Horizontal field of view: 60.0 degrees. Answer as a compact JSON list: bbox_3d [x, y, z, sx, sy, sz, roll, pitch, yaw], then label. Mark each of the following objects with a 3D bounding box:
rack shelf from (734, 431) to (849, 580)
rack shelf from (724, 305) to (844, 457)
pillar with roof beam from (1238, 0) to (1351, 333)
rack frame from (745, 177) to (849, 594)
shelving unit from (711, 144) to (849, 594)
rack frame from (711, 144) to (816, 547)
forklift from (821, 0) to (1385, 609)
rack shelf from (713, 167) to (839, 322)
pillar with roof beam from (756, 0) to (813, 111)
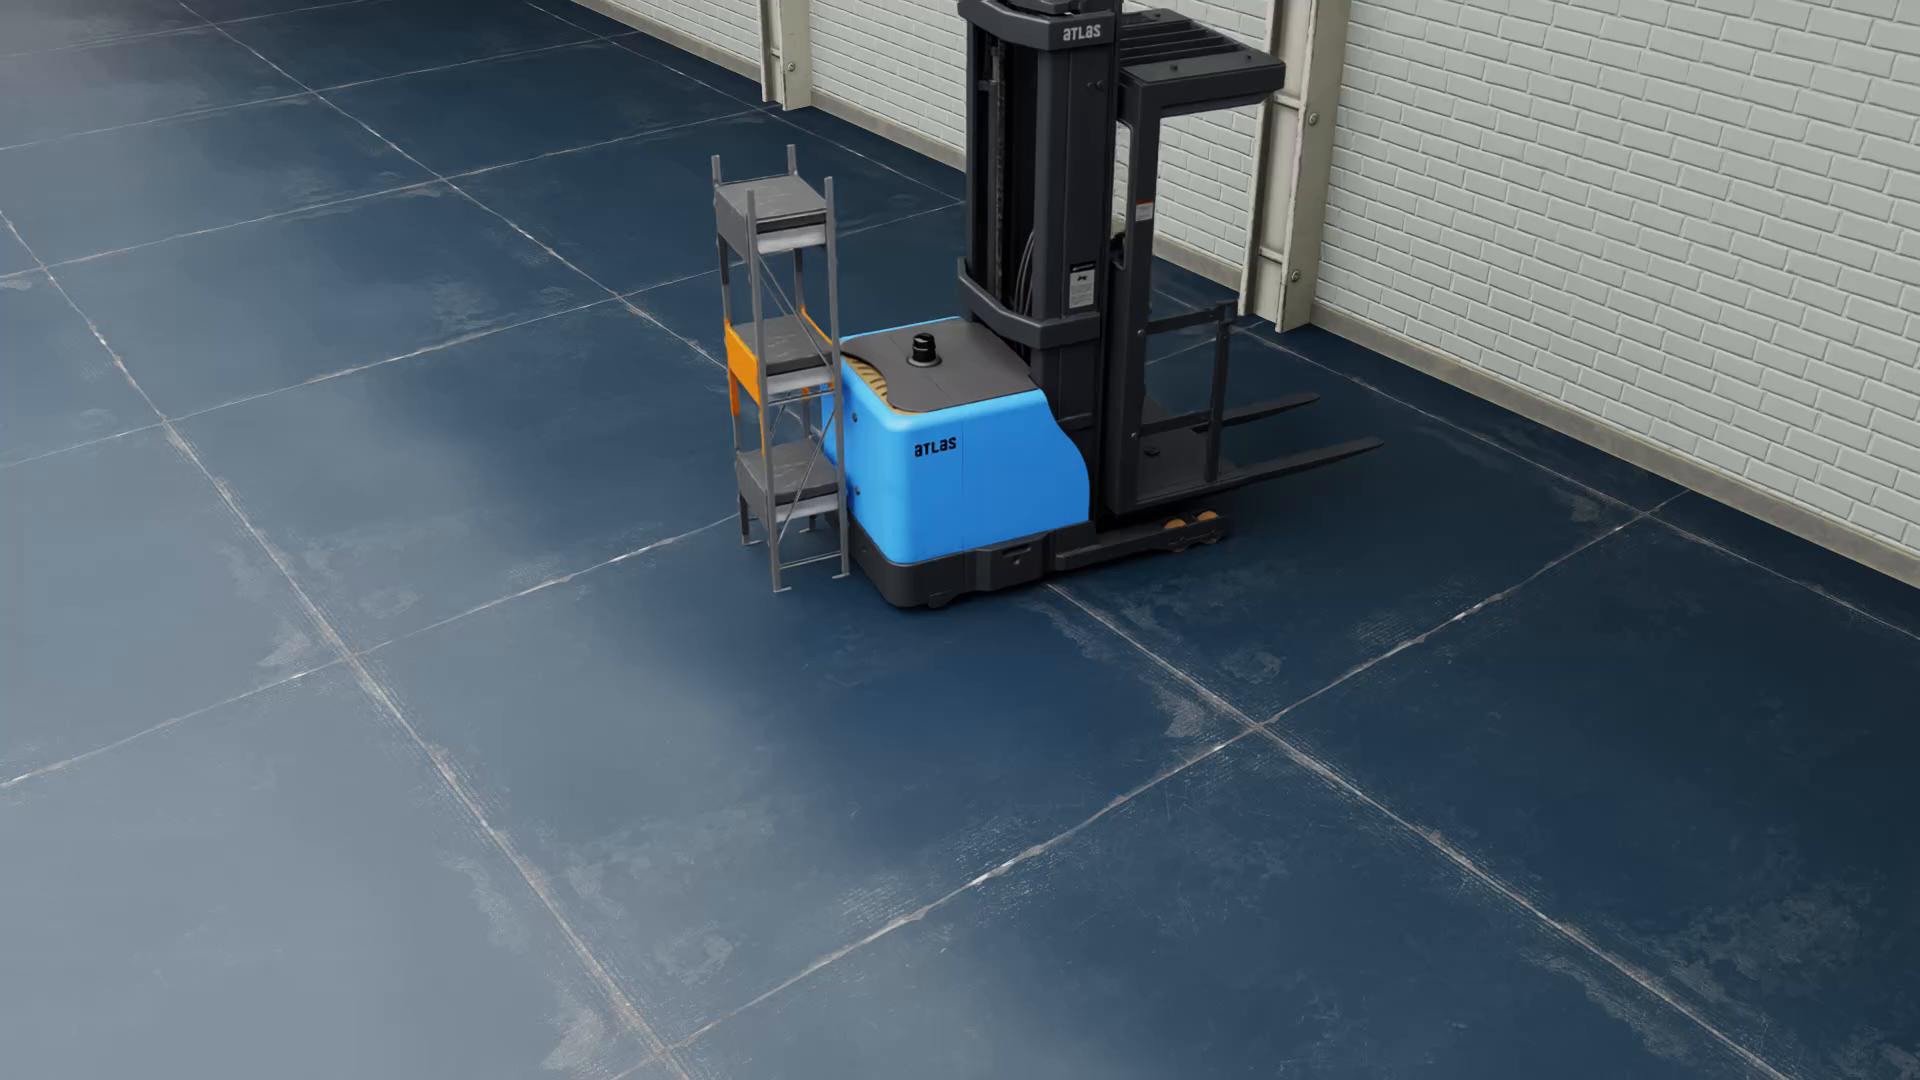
[{"bbox_3d":[-0.849,-0.179,8.401,0.431,0.518,0.480,-14,34,-21],"label":"rack shelf"},{"bbox_3d":[-0.849,-0.774,8.031,0.431,0.518,0.480,-14,34,-21],"label":"rack shelf"},{"bbox_3d":[-1.290,-3.924,6.539,9.100,9.000,0.400,-22,38,-31],"label":"pillar with roof beam"},{"bbox_3d":[-0.747,-0.668,7.836,0.400,2.100,0.015,-14,34,-21],"label":"rack frame"},{"bbox_3d":[-0.849,-0.785,8.024,0.431,2.100,0.503,-14,34,-21],"label":"shelving unit"},{"bbox_3d":[-0.950,-0.902,8.213,0.400,2.100,0.015,-14,34,-21],"label":"rack frame"},{"bbox_3d":[0.841,-1.423,8.263,3.031,2.935,1.130,-14,34,-21],"label":"forklift"},{"bbox_3d":[-0.849,-1.368,7.662,0.431,0.518,0.480,-14,34,-21],"label":"rack shelf"},{"bbox_3d":[-4.969,-6.424,10.565,9.100,9.000,0.400,-22,38,-31],"label":"pillar with roof beam"}]
